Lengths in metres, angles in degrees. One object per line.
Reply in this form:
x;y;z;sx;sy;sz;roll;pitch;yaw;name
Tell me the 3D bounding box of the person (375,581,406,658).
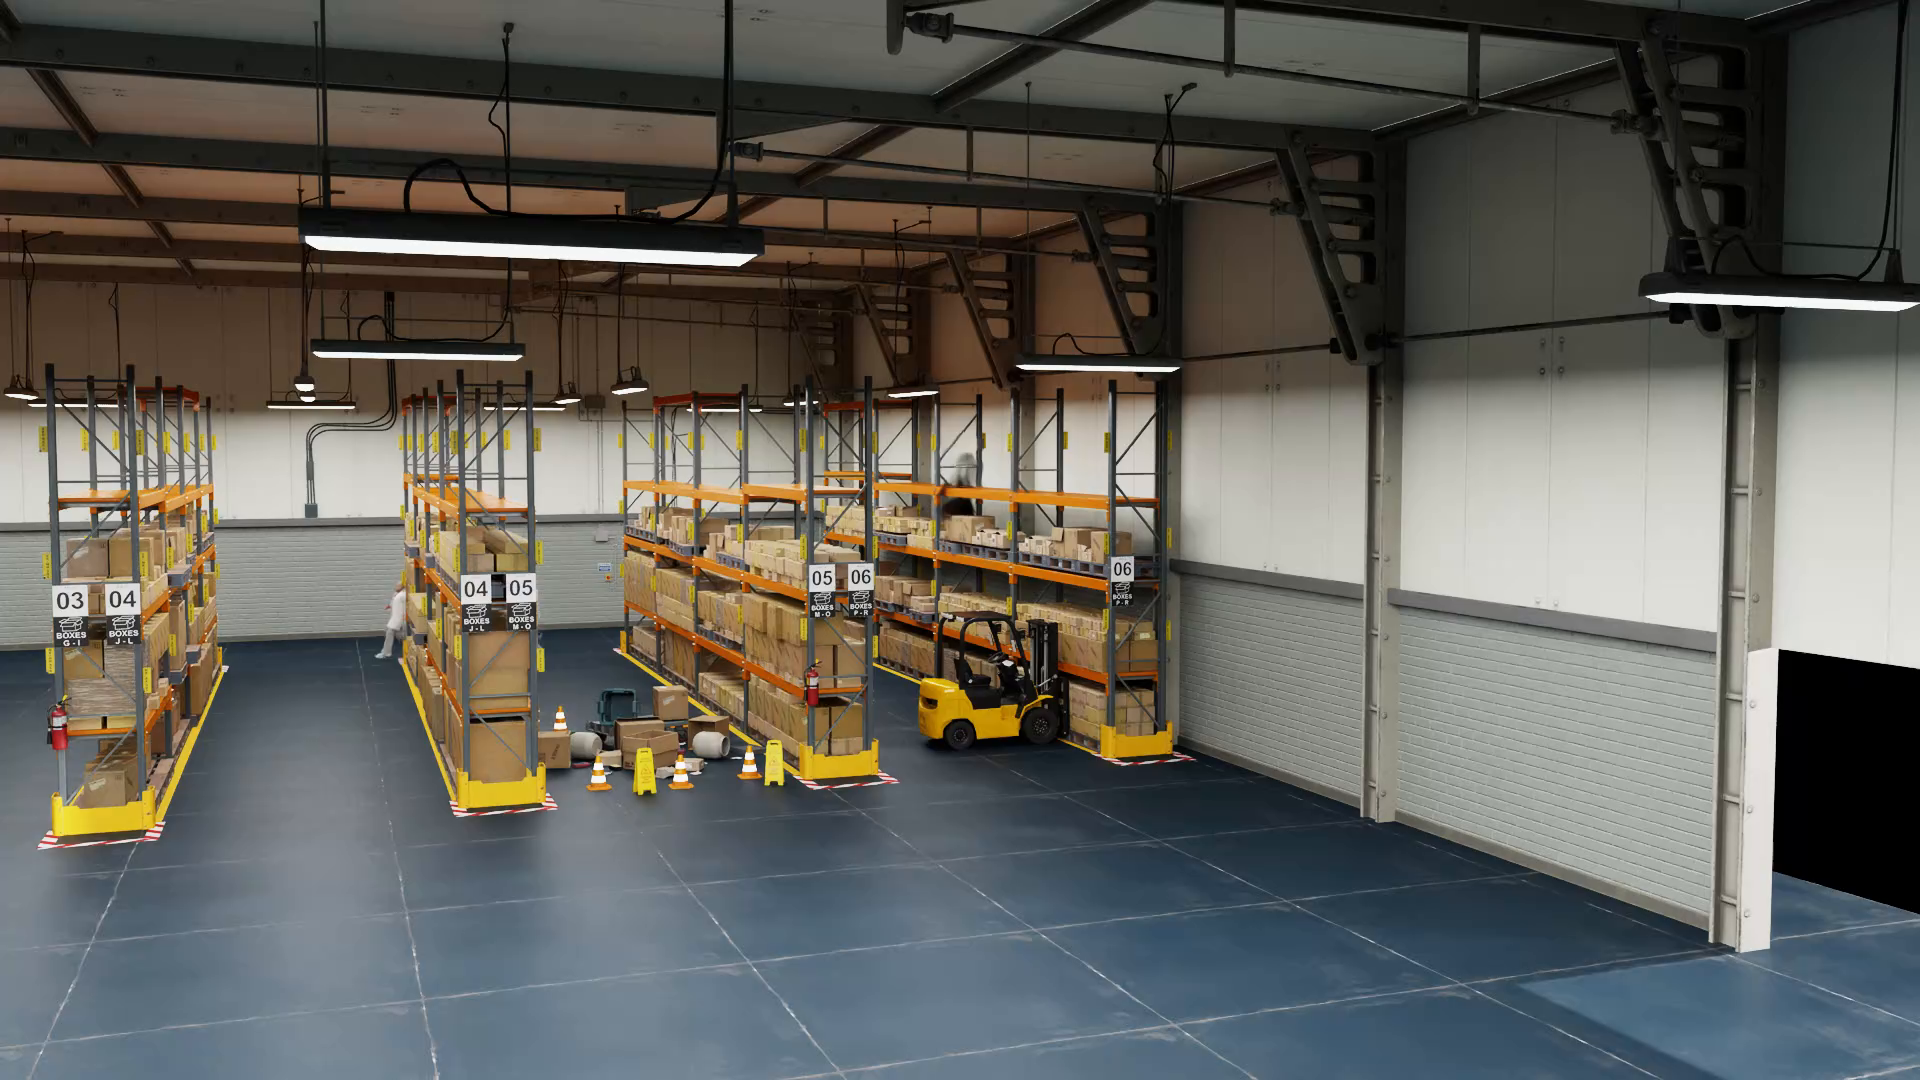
-13.075;1.838;38.612;1.006;1.761;0.797;-2;4;-34;person
